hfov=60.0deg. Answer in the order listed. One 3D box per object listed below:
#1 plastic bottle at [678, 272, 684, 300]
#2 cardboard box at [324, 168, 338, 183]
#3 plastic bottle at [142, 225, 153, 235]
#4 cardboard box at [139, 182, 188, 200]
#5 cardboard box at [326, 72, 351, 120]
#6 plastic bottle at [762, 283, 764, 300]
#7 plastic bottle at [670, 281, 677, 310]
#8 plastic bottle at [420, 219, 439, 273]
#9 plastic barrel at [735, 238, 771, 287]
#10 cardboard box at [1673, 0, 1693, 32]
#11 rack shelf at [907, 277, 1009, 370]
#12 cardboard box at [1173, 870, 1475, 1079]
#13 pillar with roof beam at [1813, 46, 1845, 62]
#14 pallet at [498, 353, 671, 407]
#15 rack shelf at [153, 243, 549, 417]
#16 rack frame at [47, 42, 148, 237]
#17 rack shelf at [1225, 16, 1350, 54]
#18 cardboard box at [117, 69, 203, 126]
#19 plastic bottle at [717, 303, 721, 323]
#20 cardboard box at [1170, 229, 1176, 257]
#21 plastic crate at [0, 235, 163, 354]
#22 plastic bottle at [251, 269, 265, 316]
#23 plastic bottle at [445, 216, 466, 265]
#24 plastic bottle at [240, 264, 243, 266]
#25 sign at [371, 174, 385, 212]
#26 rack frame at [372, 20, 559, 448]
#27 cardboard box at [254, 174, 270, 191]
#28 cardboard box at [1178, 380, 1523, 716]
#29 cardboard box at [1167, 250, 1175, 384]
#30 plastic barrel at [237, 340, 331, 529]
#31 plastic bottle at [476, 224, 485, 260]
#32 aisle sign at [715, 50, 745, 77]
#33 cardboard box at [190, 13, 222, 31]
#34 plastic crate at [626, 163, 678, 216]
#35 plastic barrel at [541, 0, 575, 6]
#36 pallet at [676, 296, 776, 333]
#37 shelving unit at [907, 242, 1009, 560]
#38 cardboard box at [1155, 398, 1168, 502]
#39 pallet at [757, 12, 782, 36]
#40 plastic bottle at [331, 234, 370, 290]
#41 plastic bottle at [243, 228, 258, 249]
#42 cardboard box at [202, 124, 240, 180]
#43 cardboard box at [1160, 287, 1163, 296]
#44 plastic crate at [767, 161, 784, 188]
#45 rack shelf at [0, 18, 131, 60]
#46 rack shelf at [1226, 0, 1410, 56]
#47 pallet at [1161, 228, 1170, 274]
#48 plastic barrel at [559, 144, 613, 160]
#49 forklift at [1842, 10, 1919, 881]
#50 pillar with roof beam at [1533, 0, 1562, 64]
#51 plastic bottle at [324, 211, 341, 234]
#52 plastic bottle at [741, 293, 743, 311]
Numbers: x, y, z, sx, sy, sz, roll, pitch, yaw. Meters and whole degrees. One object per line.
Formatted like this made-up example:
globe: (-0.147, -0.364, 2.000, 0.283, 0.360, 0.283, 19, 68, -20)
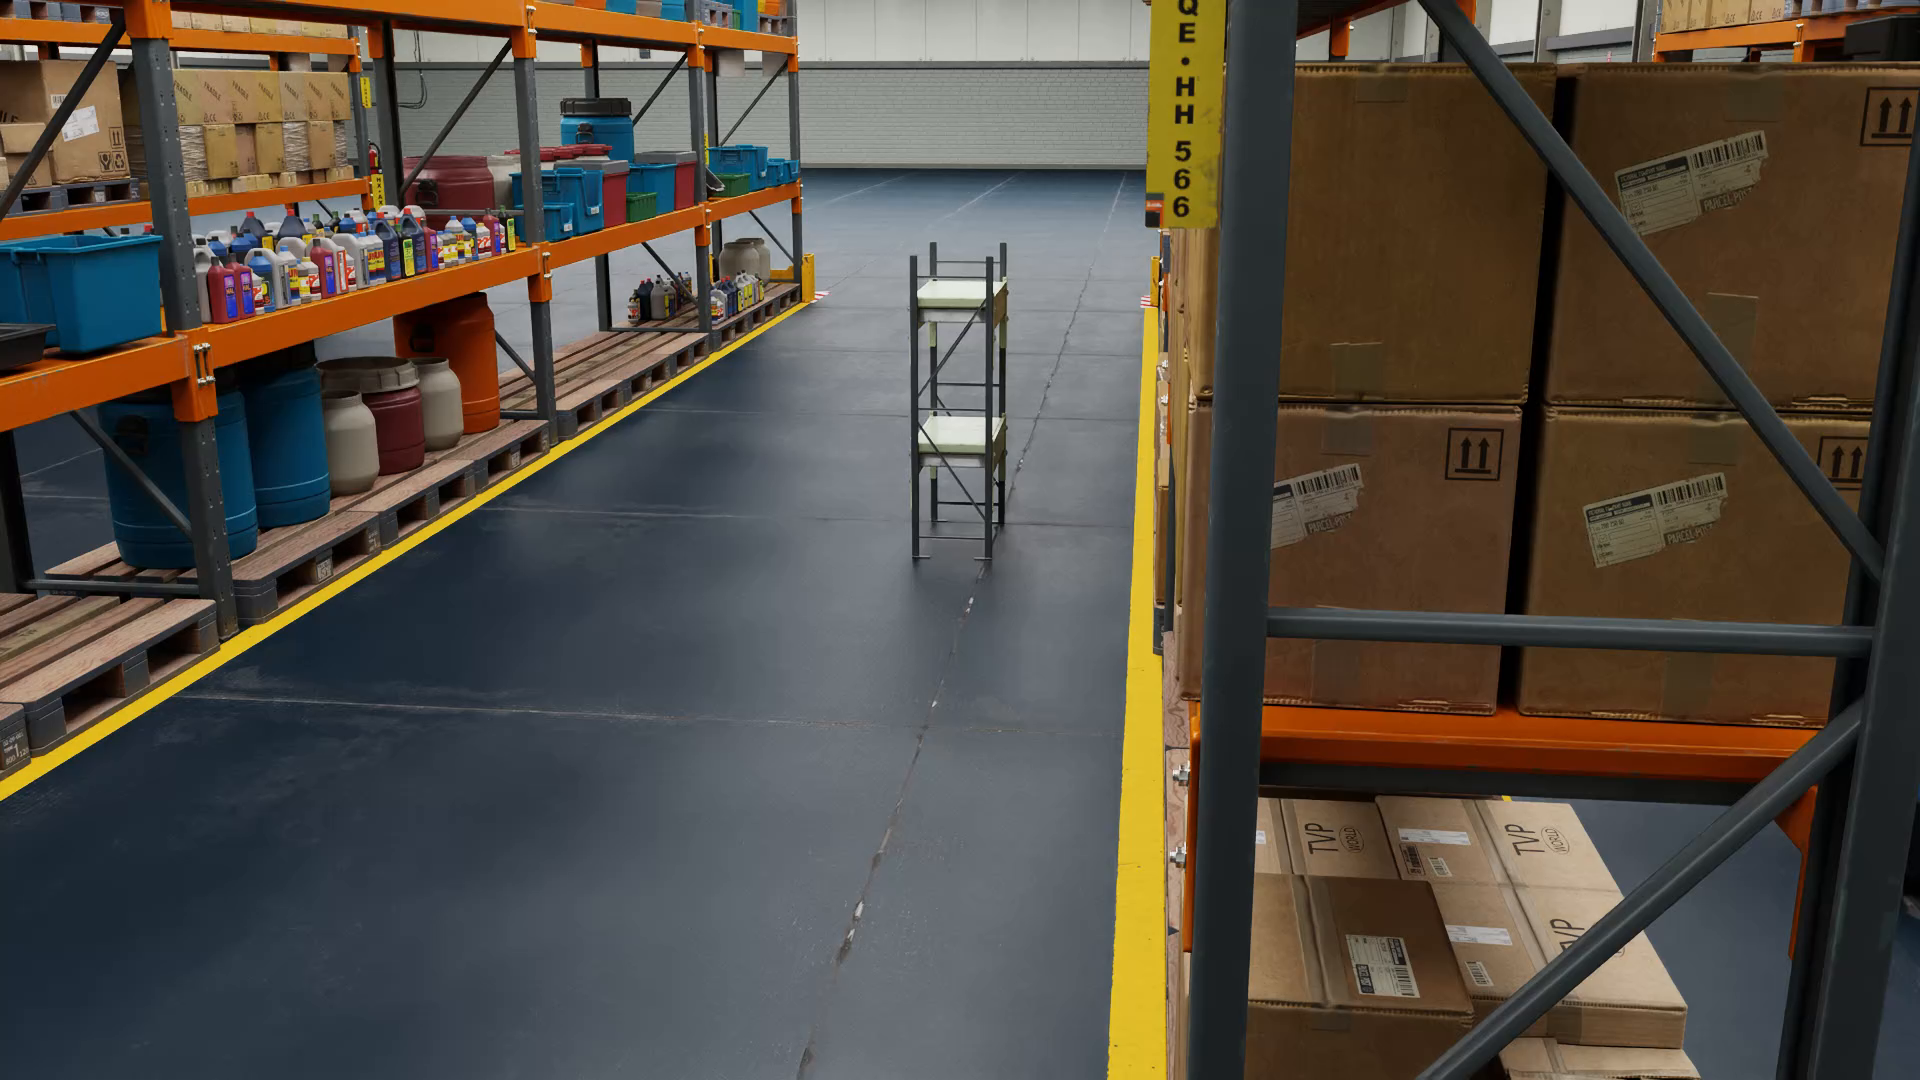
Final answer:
plastic bottle: (-2.815, -2.539, 16.666, 0.061, 0.283, 0.133, 2, 15, 7)
cardboard box: (-7.012, -3.970, 18.080, 0.380, 0.149, 0.250, 2, 15, 6)
plastic bottle: (-3.812, -1.317, 7.880, 0.144, 0.351, 0.185, 2, 15, 6)
cardboard box: (-7.307, -3.191, 15.198, 0.380, 0.149, 0.250, 2, 15, 6)
cardboard box: (-6.995, -4.827, 18.092, 0.500, 0.500, 0.500, 2, 15, 6)
plastic bottle: (-2.029, -2.529, 16.787, 0.097, 0.201, 0.097, 0, 15, 0)
plastic bottle: (-2.760, -2.333, 15.906, 0.061, 0.283, 0.133, 2, 15, 6)
plastic bottle: (-2.911, -1.612, 9.100, 0.061, 0.283, 0.133, 2, 15, 6)
plastic barrel: (-2.256, -2.986, 17.919, 0.421, 0.512, 0.421, 0, 15, 0)
cardboard box: (7.204, -5.153, 15.998, 0.500, 0.500, 0.500, 3, 15, 10)
rack shelf: (0.001, -1.102, 8.371, 0.431, 0.370, 0.720, 2, 15, 6)
cardboard box: (0.675, 0.986, 3.216, 0.500, 0.500, 0.500, 2, 15, 6)
pillar with roof beam: (4.089, -6.681, 16.130, 9.100, 9.000, 0.400, 2, 15, 6)
pallet: (-2.894, -1.251, 12.885, 1.003, 0.211, 1.213, 2, 15, 6)
rack shelf: (-3.386, -1.216, 8.791, 1.077, 0.370, 4.000, 2, 15, 6)
rack frame: (-7.630, -3.265, 14.992, 1.000, 3.000, 0.127, 2, 15, 6)
rack shelf: (1.987, -3.555, 11.693, 1.077, 0.370, 4.000, 2, 15, 6)
cardboard box: (-7.327, -4.049, 15.213, 0.500, 0.500, 0.500, 2, 15, 6)
plastic bottle: (-2.226, -2.077, 15.115, 0.097, 0.201, 0.097, 0, 15, 0)
cardboard box: (0.861, -1.048, 4.683, 0.500, 0.500, 0.500, 1, 15, 5)
plastic crate: (-3.325, -0.935, 6.288, 0.392, 0.384, 0.575, 2, 15, 6)
plastic bottle: (-3.136, -1.096, 7.351, 0.097, 0.201, 0.097, 0, 15, 0)
plastic bottle: (-2.883, -1.712, 9.494, 0.097, 0.271, 0.097, 0, 15, 0)
plastic bottle: (-3.265, -1.151, 7.554, 0.097, 0.201, 0.097, 0, 15, 0)
sign: (-3.708, -2.175, 10.647, 0.100, 0.325, 0.005, 2, 15, 6)
rack frame: (-3.160, -2.082, 10.616, 1.000, 3.000, 0.127, 2, 15, 6)
cardboard box: (-7.151, -3.580, 16.638, 0.380, 0.149, 0.250, 2, 15, 6)
cardboard box: (0.639, -0.033, 2.845, 0.500, 0.500, 0.500, 2, 15, 8)
cardboard box: (0.982, -0.822, 5.764, 0.500, 0.500, 0.500, 2, 15, 8)
plastic barrel: (-3.453, -0.559, 8.197, 0.600, 0.901, 0.708, 2, 15, 6)
plastic bottle: (-2.850, -1.754, 9.784, 0.097, 0.201, 0.097, 0, 15, 0)
aisle sign: (-2.540, -5.439, 18.050, 0.394, 0.787, 0.004, 2, 15, 6)
cardboard box: (-7.270, -4.888, 15.532, 0.500, 0.250, 0.500, 2, 15, 6)
plastic crate: (-2.524, -2.817, 13.362, 0.392, 0.384, 0.575, 2, 15, 6)
plastic barrel: (-2.852, -3.979, 10.923, 0.600, 0.901, 0.600, 0, 15, 0)
pallet: (-2.456, -2.264, 16.629, 1.003, 0.211, 1.213, 2, 15, 6)
shelving unit: (0.001, -0.726, 8.473, 0.431, 1.500, 0.755, 2, 15, 6)
cardboard box: (1.257, -0.430, 8.451, 0.500, 0.500, 0.500, 1, 15, 4)
pallet: (-2.448, -5.302, 17.139, 1.003, 0.211, 1.213, 2, 15, 6)
plastic bottle: (-3.050, -1.394, 8.308, 0.152, 0.276, 0.135, 2, 15, 6)
plastic bottle: (-3.687, -1.479, 8.630, 0.097, 0.271, 0.097, 0, 15, 0)
cardboard box: (-7.427, -3.701, 15.840, 0.875, 0.500, 0.500, 2, 15, 6)
cardboard box: (1.857, -1.889, 13.291, 0.500, 0.311, 0.500, 2, 15, 6)
plastic crate: (-2.096, -3.778, 17.173, 0.499, 0.251, 0.408, 2, 15, 6)
rack shelf: (-7.856, -3.847, 12.776, 1.077, 0.370, 4.000, 2, 15, 6)
rack shelf: (1.535, -2.517, 7.856, 1.077, 0.370, 4.000, 2, 15, 6)
pallet: (1.754, -1.665, 9.440, 1.213, 0.211, 1.003, 2, 15, 6)
plastic barrel: (-3.035, -2.943, 13.541, 0.433, 0.535, 0.433, 0, 15, 0)
forklift: (3.571, -0.714, 5.688, 1.130, 2.935, 3.031, 5, 16, 17)
pillar with roof beam: (5.443, -9.793, 27.640, 9.100, 9.000, 0.400, 2, 15, 6)
plastic bottle: (-3.643, -1.770, 9.684, 0.061, 0.283, 0.133, 2, 15, 6)
plastic bottle: (-2.129, -2.300, 15.939, 0.097, 0.201, 0.097, 0, 15, 0)
